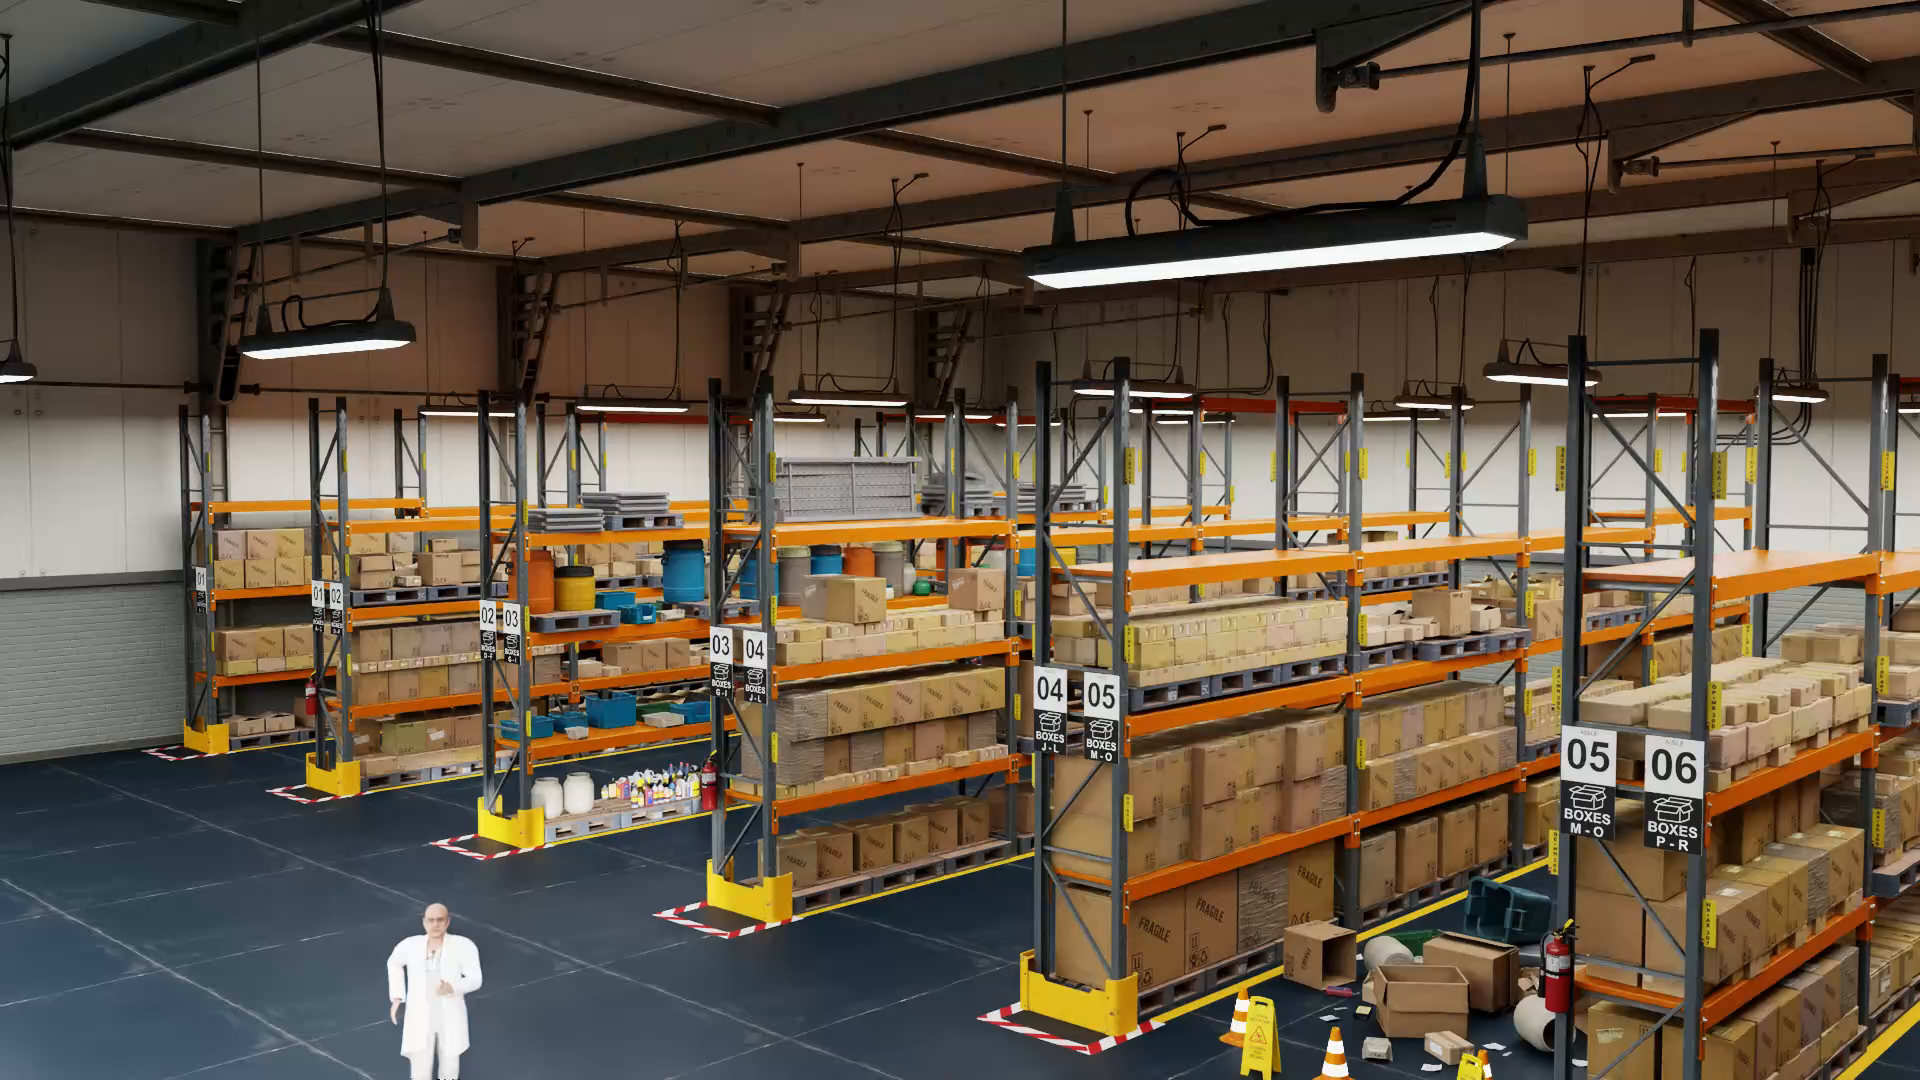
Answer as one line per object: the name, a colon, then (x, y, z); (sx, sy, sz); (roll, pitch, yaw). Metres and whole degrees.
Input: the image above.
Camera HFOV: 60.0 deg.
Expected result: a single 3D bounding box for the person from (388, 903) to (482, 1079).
person: (-3.902, 3.538, 12.373); (0.668, 1.671, 0.803); (-1, 3, -18)
